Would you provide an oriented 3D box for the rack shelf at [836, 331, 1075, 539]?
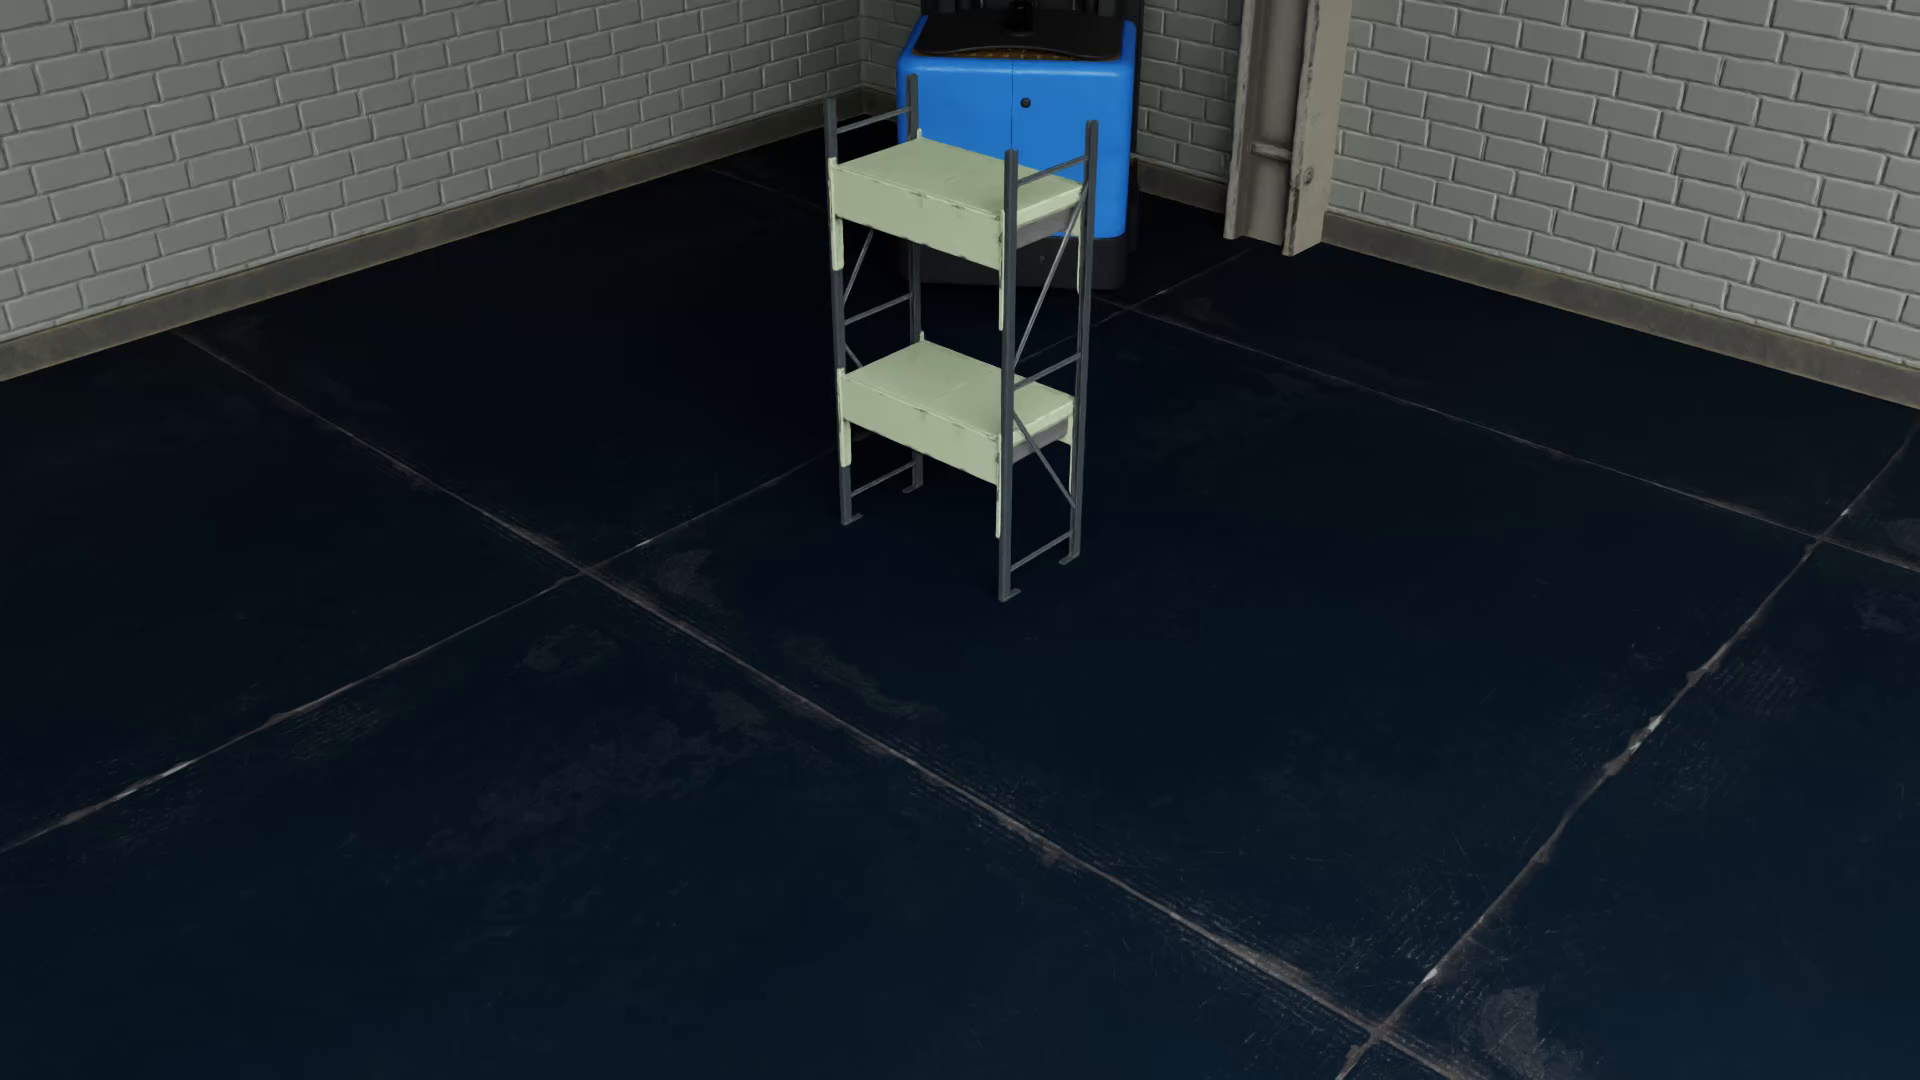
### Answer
[{"bbox_3d":[-0.005,-0.366,5.535,0.720,0.370,0.431,25,39,35],"label":"rack shelf"}]

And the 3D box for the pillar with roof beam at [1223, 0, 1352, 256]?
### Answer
[{"bbox_3d":[-1.338,-3.703,3.176,0.400,9.000,9.100,25,39,35],"label":"pillar with roof beam"}]

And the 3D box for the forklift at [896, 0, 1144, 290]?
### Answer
[{"bbox_3d":[0.380,-3.118,8.087,1.130,2.935,3.031,3,31,5],"label":"forklift"}]

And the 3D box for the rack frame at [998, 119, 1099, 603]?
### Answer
[{"bbox_3d":[0.266,-0.518,5.157,0.023,1.500,0.400,25,39,35],"label":"rack frame"}]

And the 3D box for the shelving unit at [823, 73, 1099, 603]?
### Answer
[{"bbox_3d":[-0.005,-0.645,5.367,0.755,1.500,0.431,25,39,35],"label":"shelving unit"}]

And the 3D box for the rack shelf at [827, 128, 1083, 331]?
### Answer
[{"bbox_3d":[-0.005,-0.979,5.166,0.720,0.370,0.431,25,39,35],"label":"rack shelf"}]

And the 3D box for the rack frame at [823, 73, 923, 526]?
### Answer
[{"bbox_3d":[-0.276,-0.772,5.577,0.023,1.500,0.400,25,39,35],"label":"rack frame"}]
